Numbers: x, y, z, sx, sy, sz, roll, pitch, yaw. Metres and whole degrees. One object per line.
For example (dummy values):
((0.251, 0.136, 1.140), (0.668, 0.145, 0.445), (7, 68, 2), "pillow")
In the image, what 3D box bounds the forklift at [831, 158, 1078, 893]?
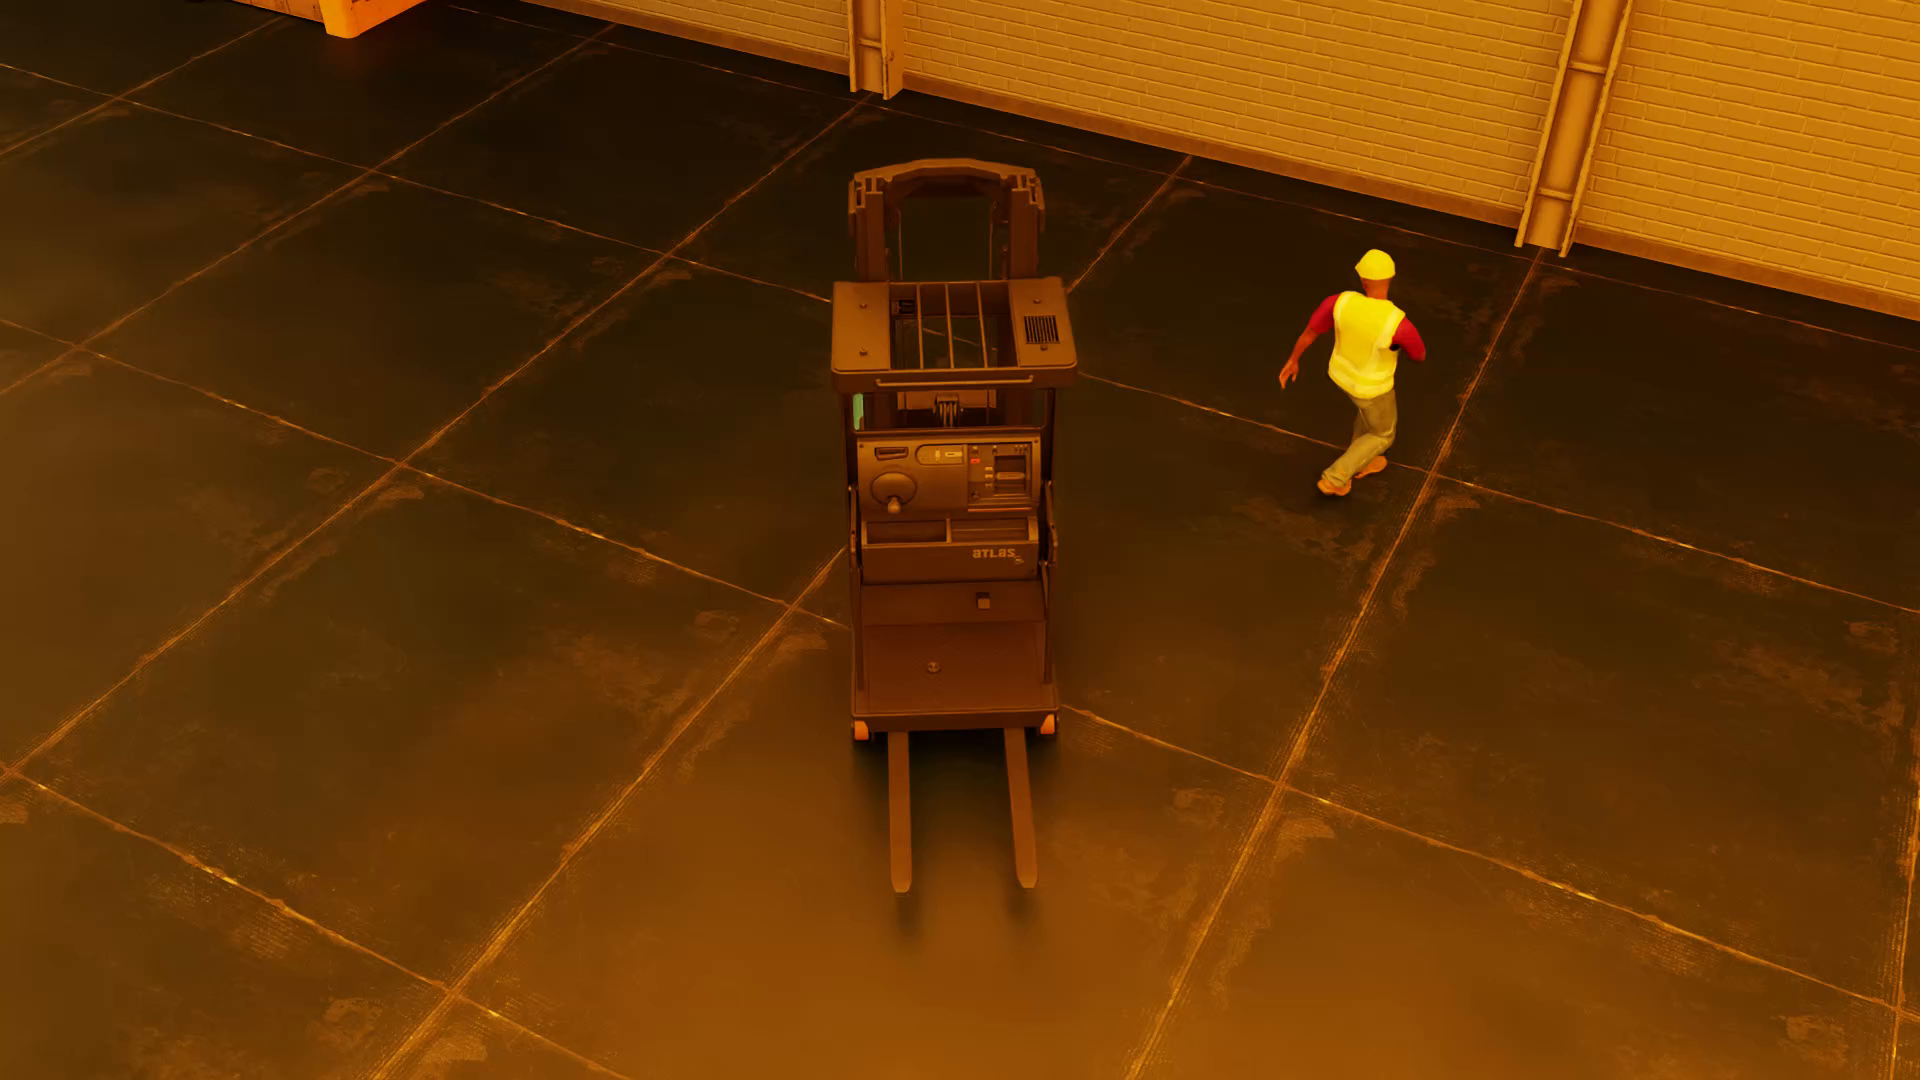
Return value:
((-0.042, -0.255, 8.289), (1.130, 2.935, 3.031), (-2, 40, -2), "forklift")

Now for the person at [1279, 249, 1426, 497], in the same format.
((2.450, -1.015, 10.166), (0.791, 1.693, 0.655), (-21, 44, -23), "person")
